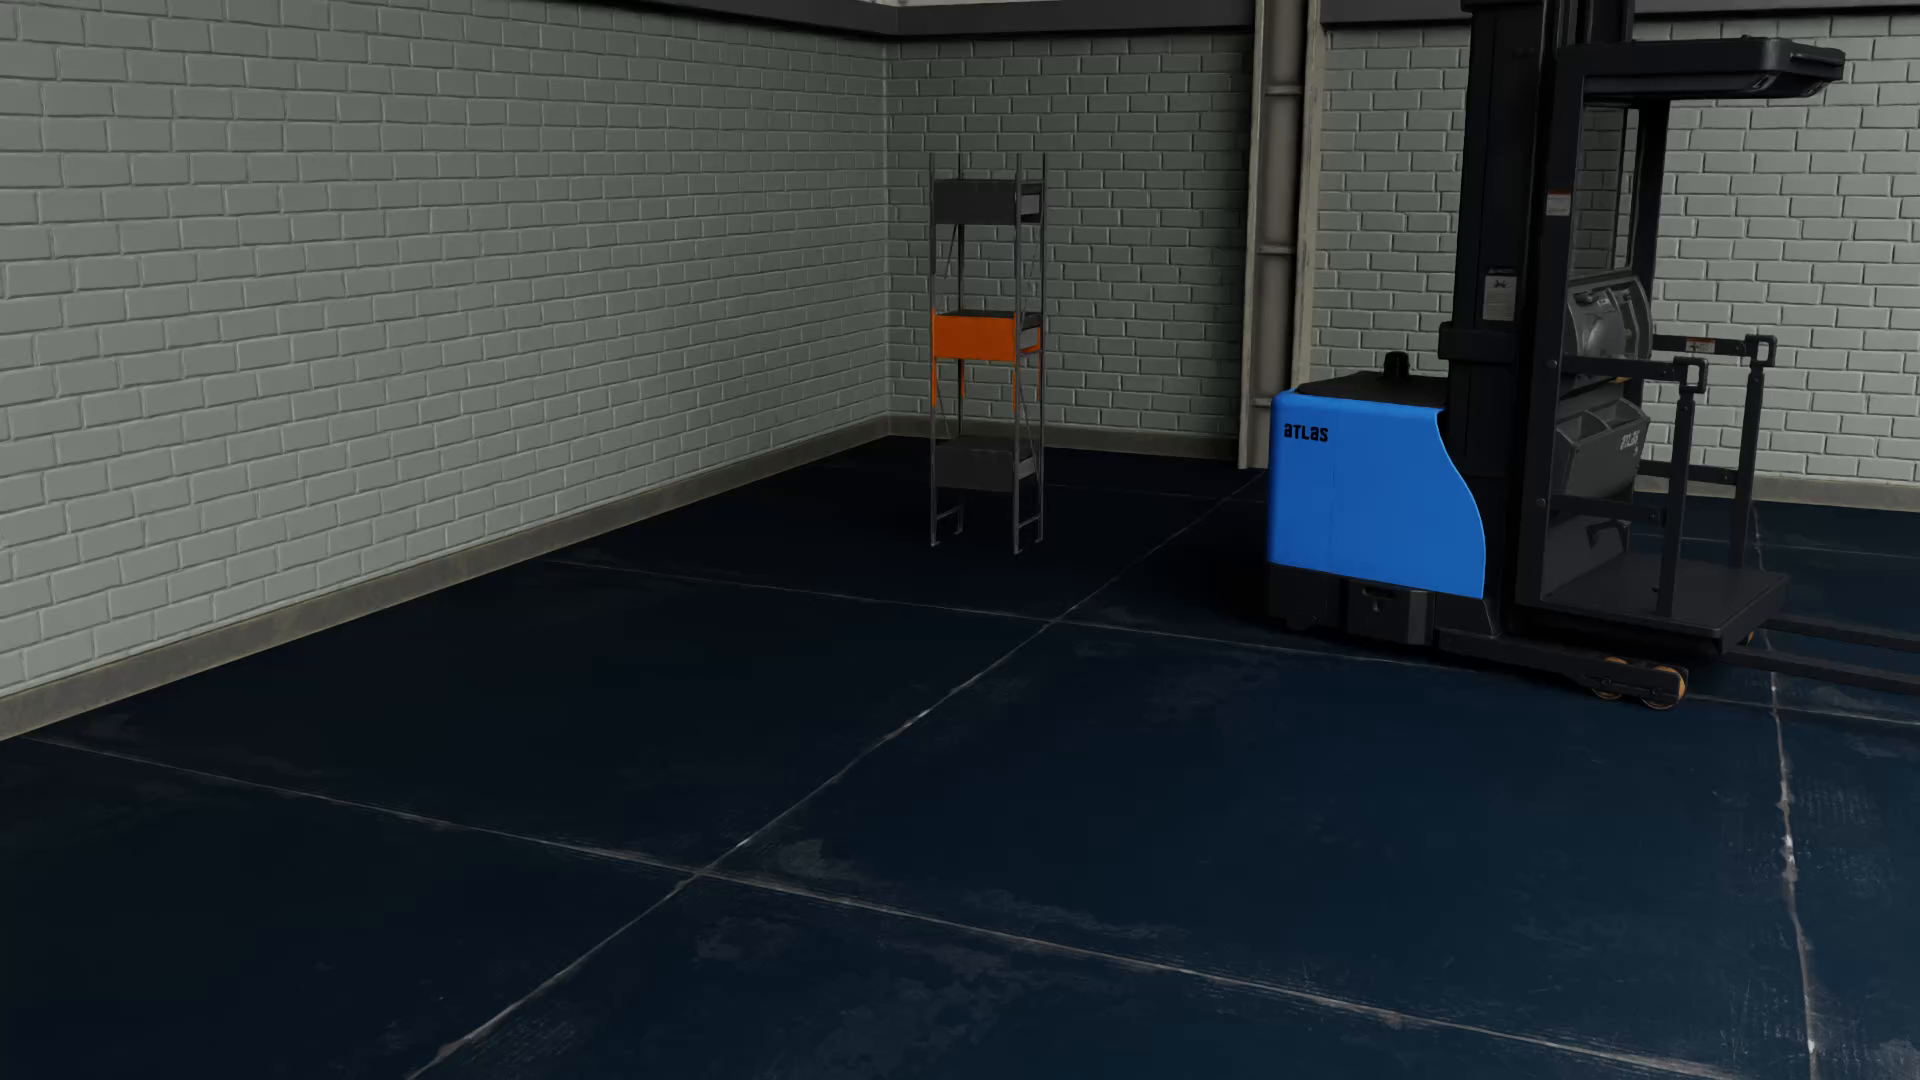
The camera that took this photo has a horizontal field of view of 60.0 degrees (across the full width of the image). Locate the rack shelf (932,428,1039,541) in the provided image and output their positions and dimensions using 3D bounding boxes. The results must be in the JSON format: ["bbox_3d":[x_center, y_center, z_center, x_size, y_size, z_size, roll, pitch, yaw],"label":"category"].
[{"bbox_3d":[0.151,-0.312,9.113,0.480,0.518,0.431,6,14,23],"label":"rack shelf"}]

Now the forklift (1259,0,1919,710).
[{"bbox_3d":[2.823,-0.905,6.698,3.031,2.935,1.130,10,17,38],"label":"forklift"}]

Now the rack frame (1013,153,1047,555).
[{"bbox_3d":[0.374,-0.984,8.853,0.015,2.100,0.400,6,14,23],"label":"rack frame"}]

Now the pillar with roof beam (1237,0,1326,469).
[{"bbox_3d":[0.386,-3.982,6.525,0.400,9.000,9.100,6,14,23],"label":"pillar with roof beam"}]

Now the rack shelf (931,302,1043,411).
[{"bbox_3d":[0.151,-0.994,8.953,0.480,0.518,0.431,6,14,23],"label":"rack shelf"}]

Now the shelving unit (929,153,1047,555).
[{"bbox_3d":[0.151,-1.007,8.950,0.503,2.100,0.431,6,14,23],"label":"shelving unit"}]

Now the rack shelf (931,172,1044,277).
[{"bbox_3d":[0.151,-1.675,8.793,0.480,0.518,0.431,6,14,23],"label":"rack shelf"}]

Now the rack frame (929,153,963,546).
[{"bbox_3d":[-0.072,-1.029,9.046,0.015,2.100,0.400,6,14,23],"label":"rack frame"}]
